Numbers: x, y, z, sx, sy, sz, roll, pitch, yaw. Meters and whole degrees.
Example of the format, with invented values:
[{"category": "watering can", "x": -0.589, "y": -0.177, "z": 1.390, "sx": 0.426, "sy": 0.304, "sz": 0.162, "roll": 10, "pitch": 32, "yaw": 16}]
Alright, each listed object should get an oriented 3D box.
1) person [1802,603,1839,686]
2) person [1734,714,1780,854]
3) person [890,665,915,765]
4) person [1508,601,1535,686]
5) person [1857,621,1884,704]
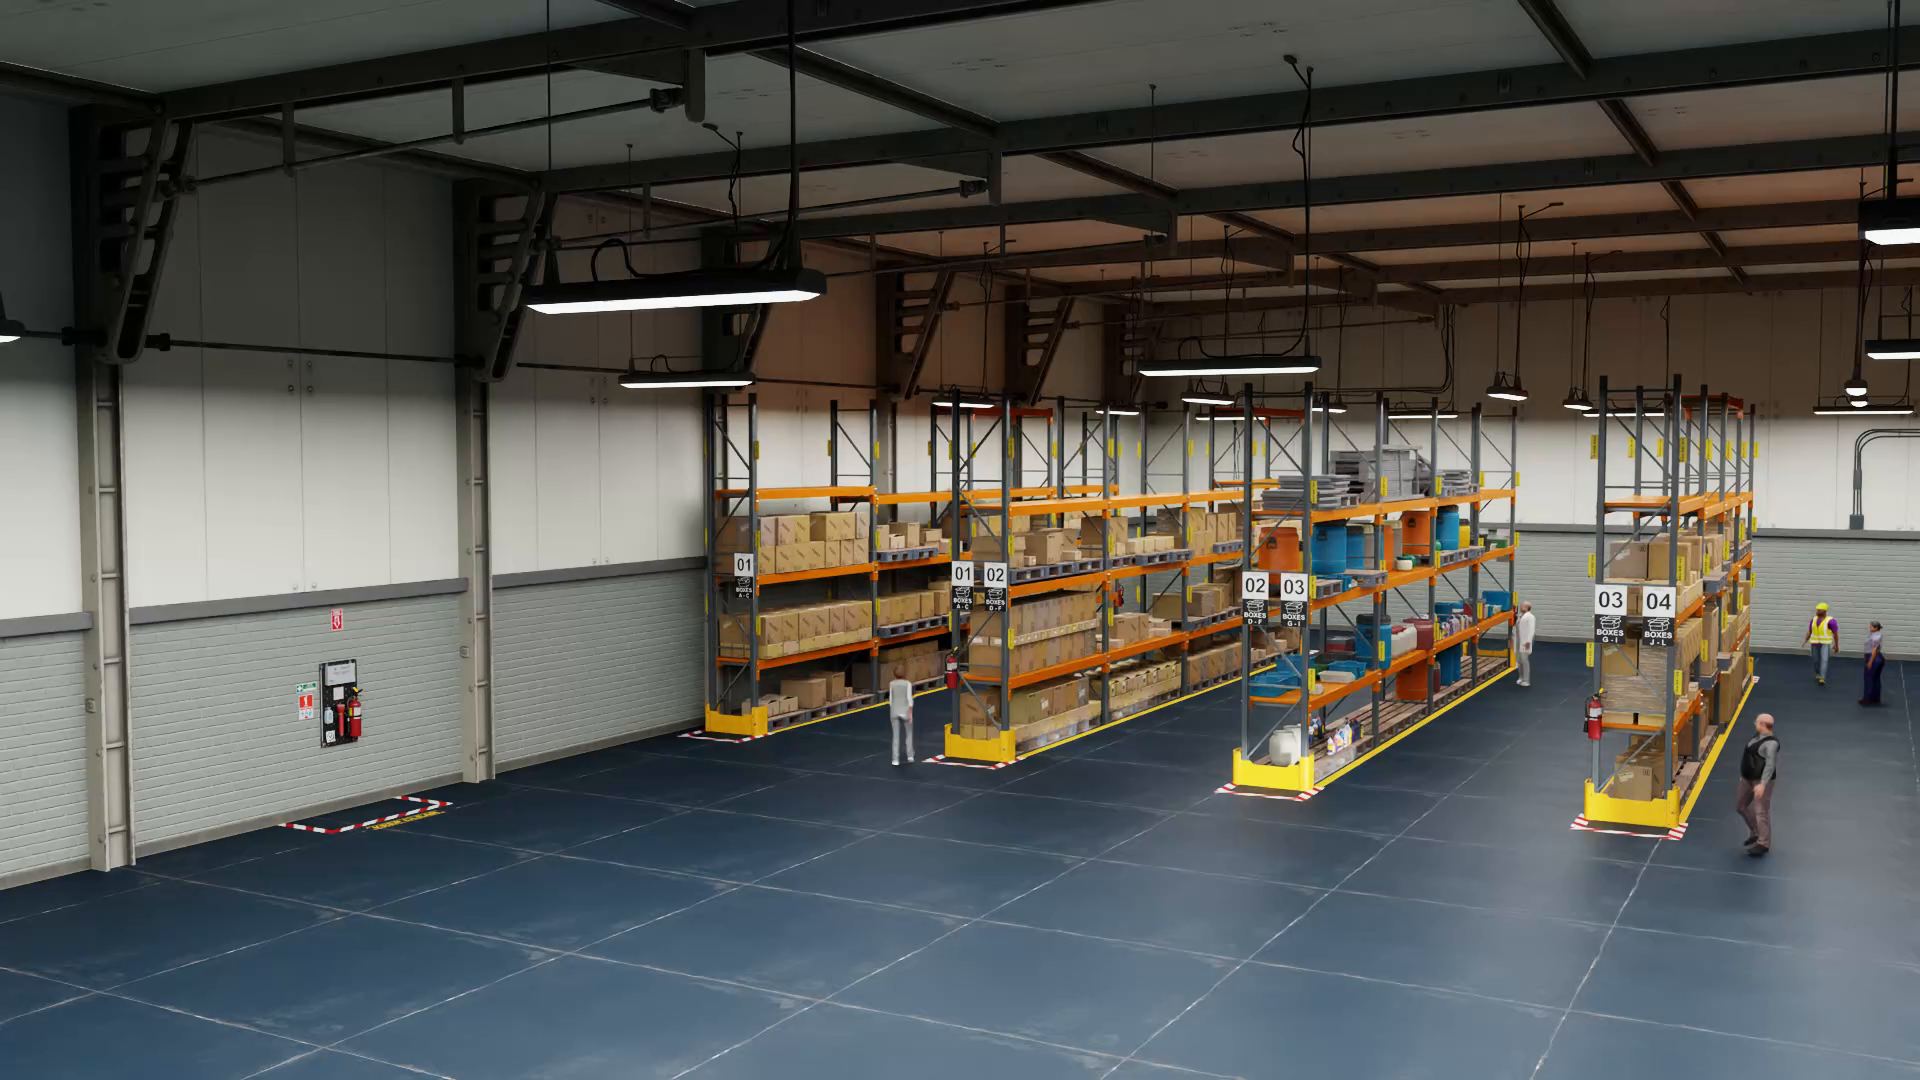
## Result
[{"category": "person", "x": 18.402, "y": 2.220, "z": 35.562, "sx": 0.689, "sy": 1.730, "sz": 1.013, "roll": 2, "pitch": 4, "yaw": 33}, {"category": "person", "x": 9.947, "y": 3.021, "z": 20.751, "sx": 0.451, "sy": 1.736, "sz": 0.639, "roll": 0, "pitch": 3, "yaw": -5}, {"category": "person", "x": -0.916, "y": 2.781, "z": 26.462, "sx": 0.424, "sy": 1.601, "sz": 0.746, "roll": 1, "pitch": 3, "yaw": 12}, {"category": "person", "x": 12.017, "y": 2.320, "z": 35.523, "sx": 0.497, "sy": 1.644, "sz": 0.621, "roll": -2, "pitch": 4, "yaw": -31}, {"category": "person", "x": 17.970, "y": 2.413, "z": 32.789, "sx": 0.418, "sy": 1.657, "sz": 0.551, "roll": 3, "pitch": 4, "yaw": 41}]
